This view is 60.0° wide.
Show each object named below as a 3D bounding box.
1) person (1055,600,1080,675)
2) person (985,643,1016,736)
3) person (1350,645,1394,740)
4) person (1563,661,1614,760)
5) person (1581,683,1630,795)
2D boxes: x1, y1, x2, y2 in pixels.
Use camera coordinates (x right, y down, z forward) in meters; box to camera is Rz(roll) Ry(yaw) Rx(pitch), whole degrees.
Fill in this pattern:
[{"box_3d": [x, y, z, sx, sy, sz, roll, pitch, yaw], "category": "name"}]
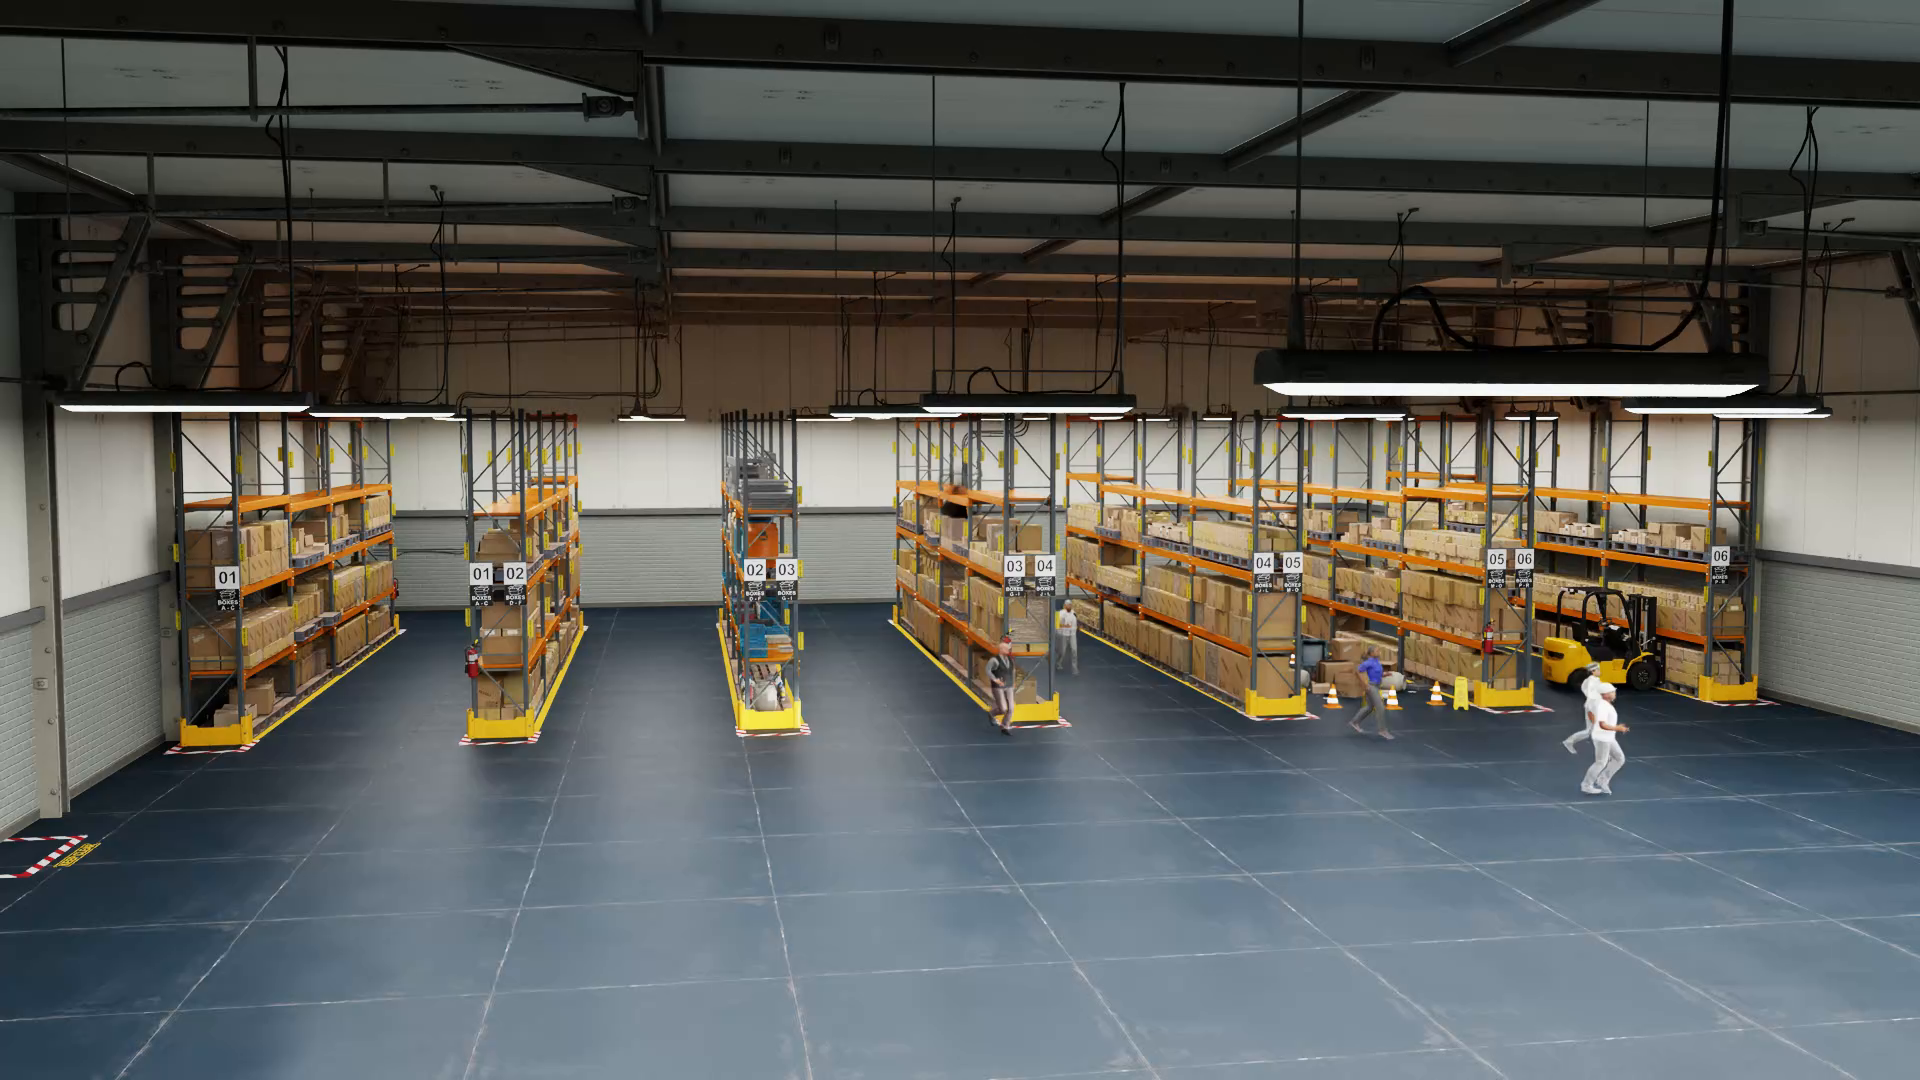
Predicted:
[{"box_3d": [2.452, 2.218, 38.328, 0.594, 1.684, 0.873, -2, 4, -21], "category": "person"}, {"box_3d": [0.771, 2.783, 30.807, 0.700, 1.629, 0.650, -3, 5, -32], "category": "person"}, {"box_3d": [7.537, 2.762, 30.351, 0.868, 1.681, 0.562, 2, 5, 32], "category": "person"}, {"box_3d": [10.748, 2.893, 28.251, 0.921, 1.695, 0.616, 2, 5, 28], "category": "person"}, {"box_3d": [9.915, 3.067, 25.530, 0.696, 1.767, 0.684, 2, 5, 29], "category": "person"}]
